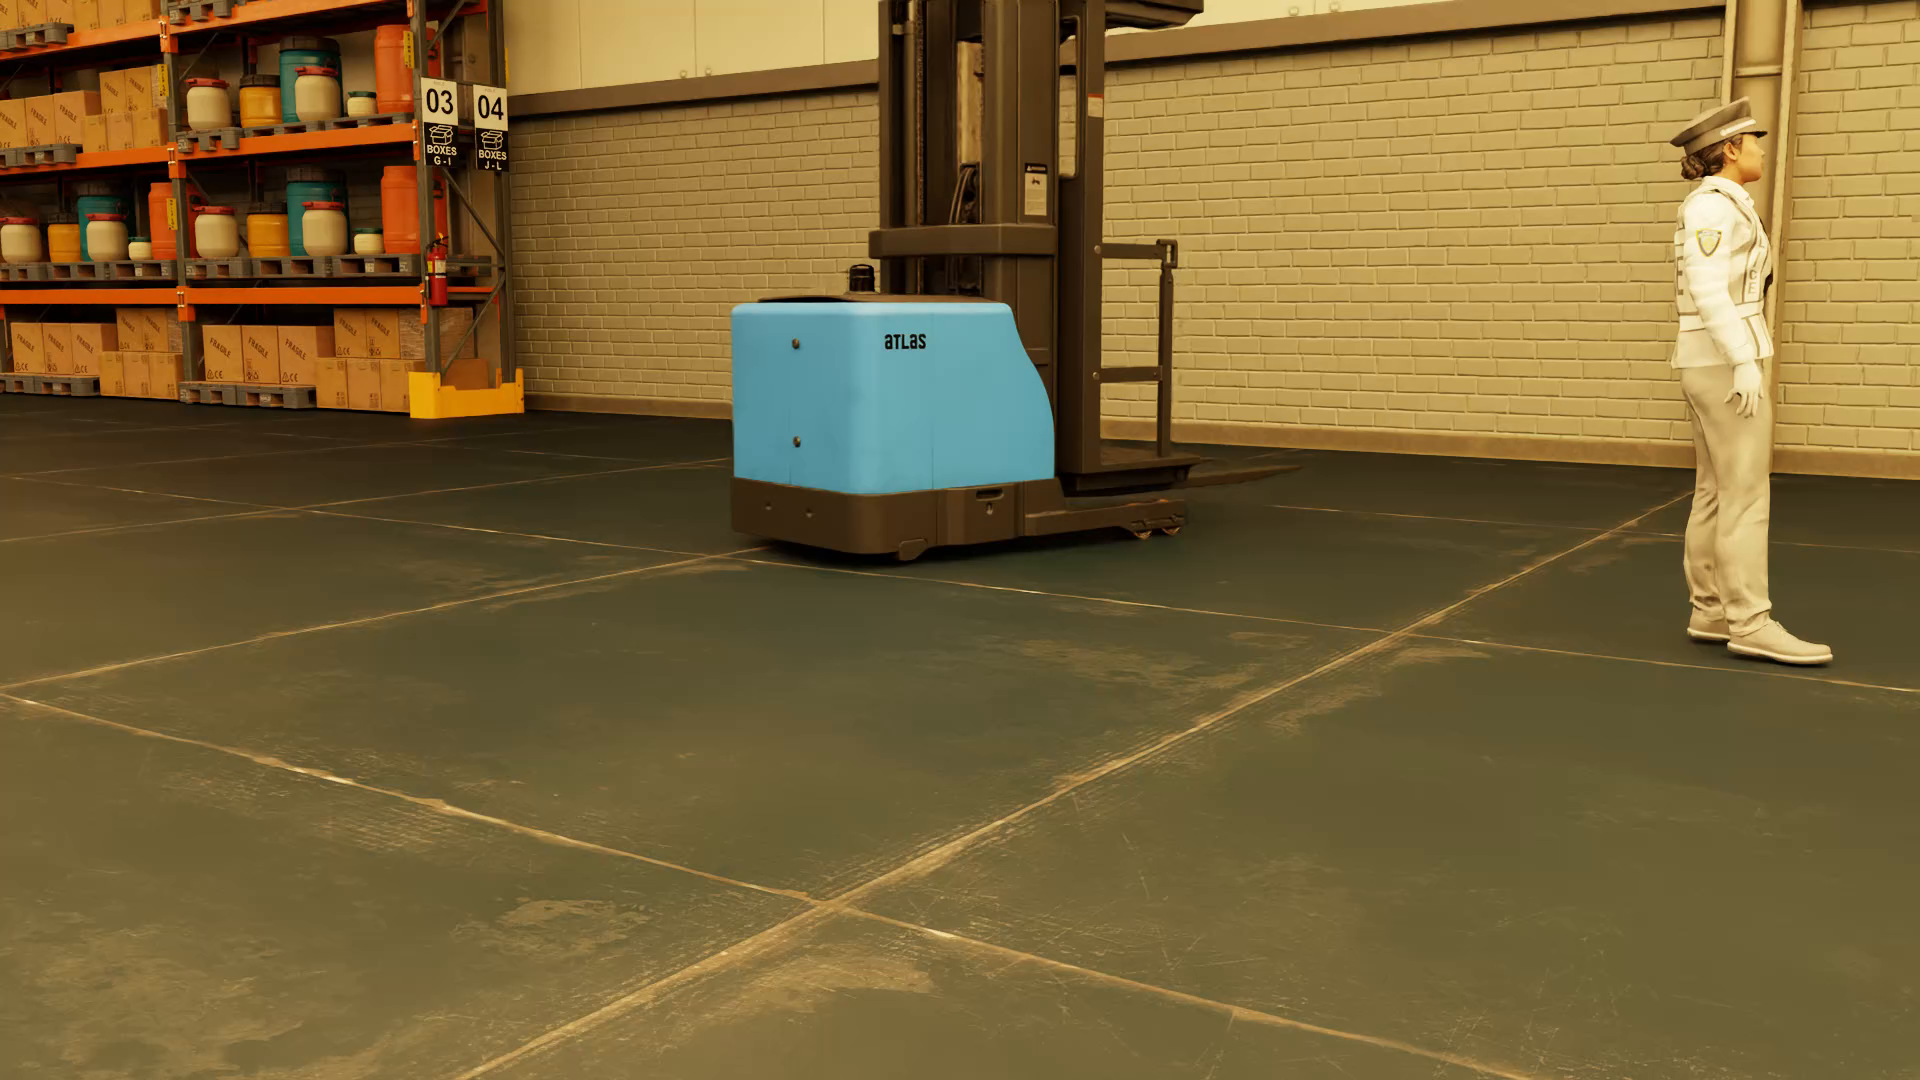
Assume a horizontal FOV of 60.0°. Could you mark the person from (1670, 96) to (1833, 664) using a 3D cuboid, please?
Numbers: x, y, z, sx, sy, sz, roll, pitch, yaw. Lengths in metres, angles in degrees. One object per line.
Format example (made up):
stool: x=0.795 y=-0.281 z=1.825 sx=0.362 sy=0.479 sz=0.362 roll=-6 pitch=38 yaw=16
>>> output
person: x=2.442 y=-0.514 z=5.147 sx=0.531 sy=1.694 sz=0.587 roll=3 pitch=9 yaw=23

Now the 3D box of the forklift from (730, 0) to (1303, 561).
forklift: x=0.428 y=-1.510 z=7.812 sx=3.031 sy=2.935 sz=1.130 roll=-7 pitch=11 yaw=-40
